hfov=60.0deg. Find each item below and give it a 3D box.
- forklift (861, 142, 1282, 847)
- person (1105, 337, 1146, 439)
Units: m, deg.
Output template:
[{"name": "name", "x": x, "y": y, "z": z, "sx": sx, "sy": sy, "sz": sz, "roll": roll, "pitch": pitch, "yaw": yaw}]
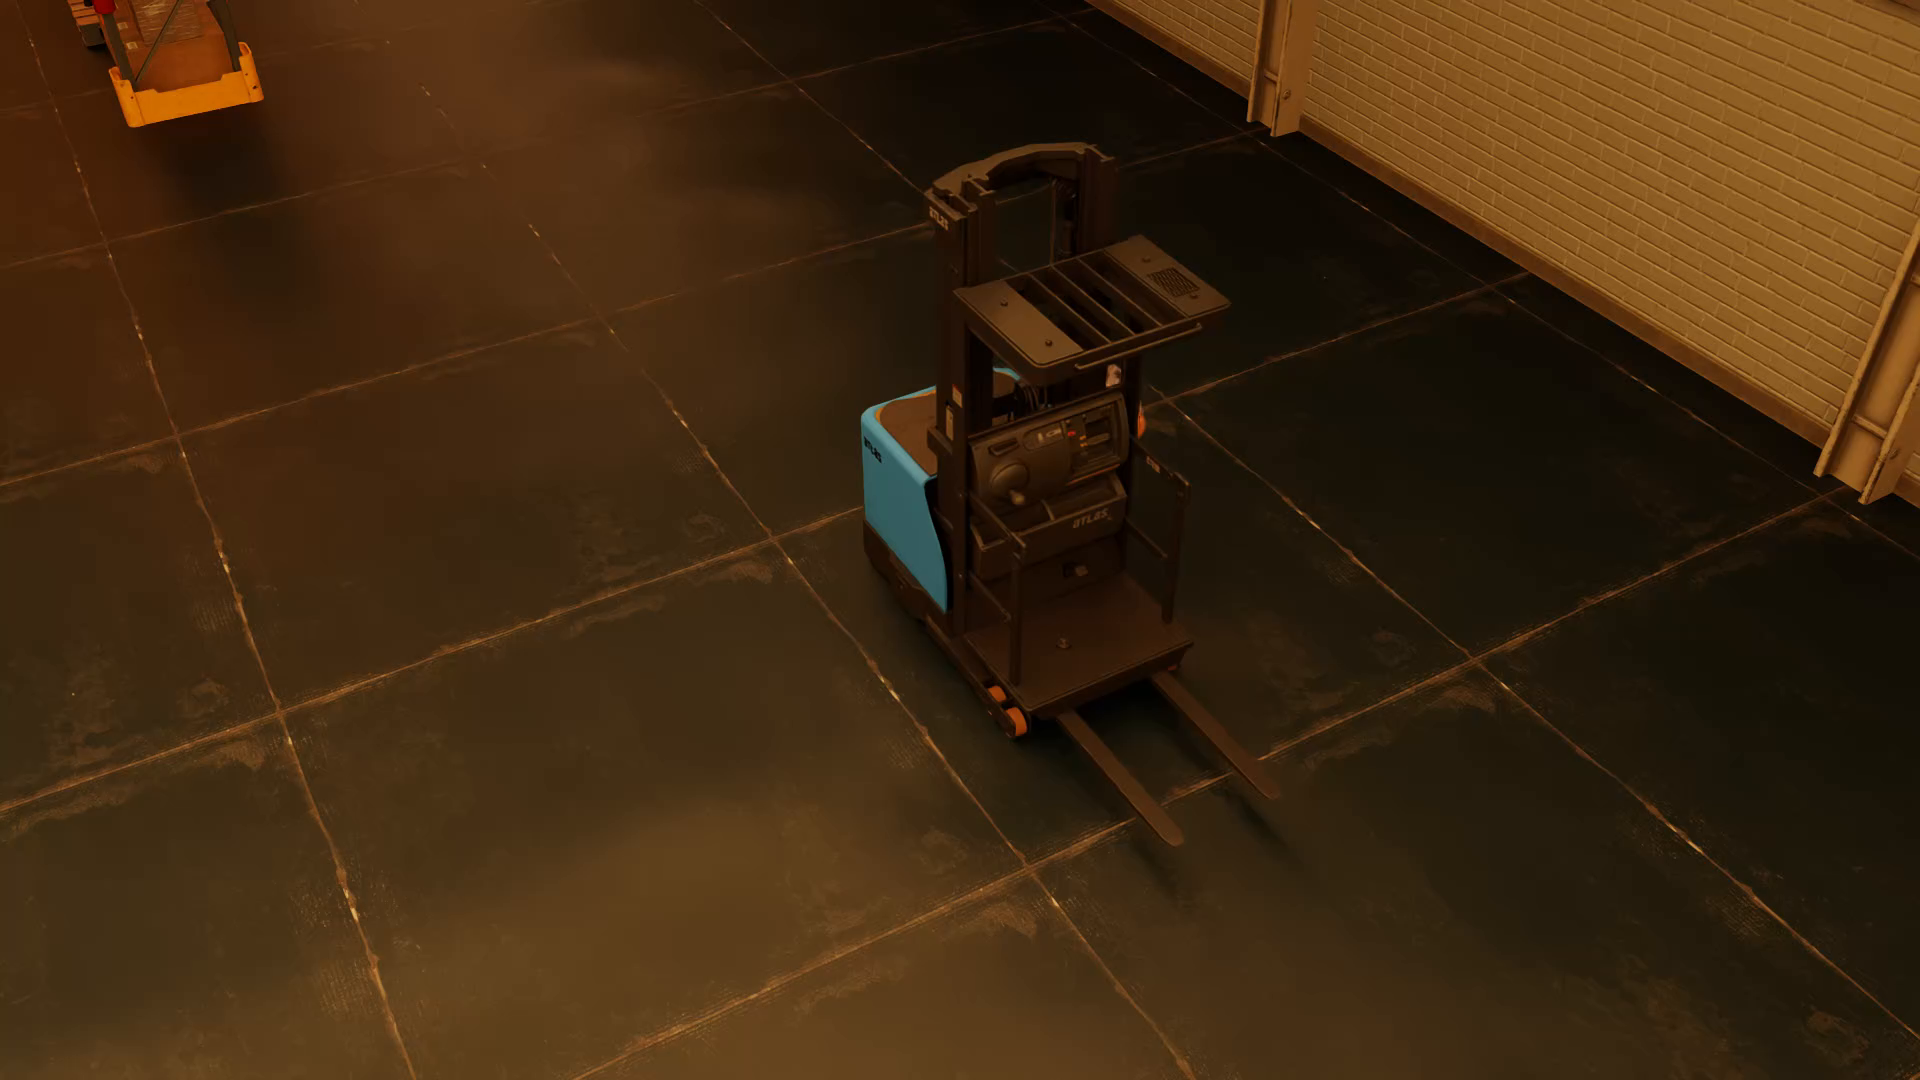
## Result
[{"name": "forklift", "x": 0.585, "y": -0.392, "z": 8.509, "sx": 1.130, "sy": 2.935, "sz": 3.031, "roll": -20, "pitch": 44, "yaw": -23}, {"name": "person", "x": 0.626, "y": -0.532, "z": 9.856, "sx": 0.900, "sy": 1.407, "sz": 0.781, "roll": 19, "pitch": 43, "yaw": 22}]
